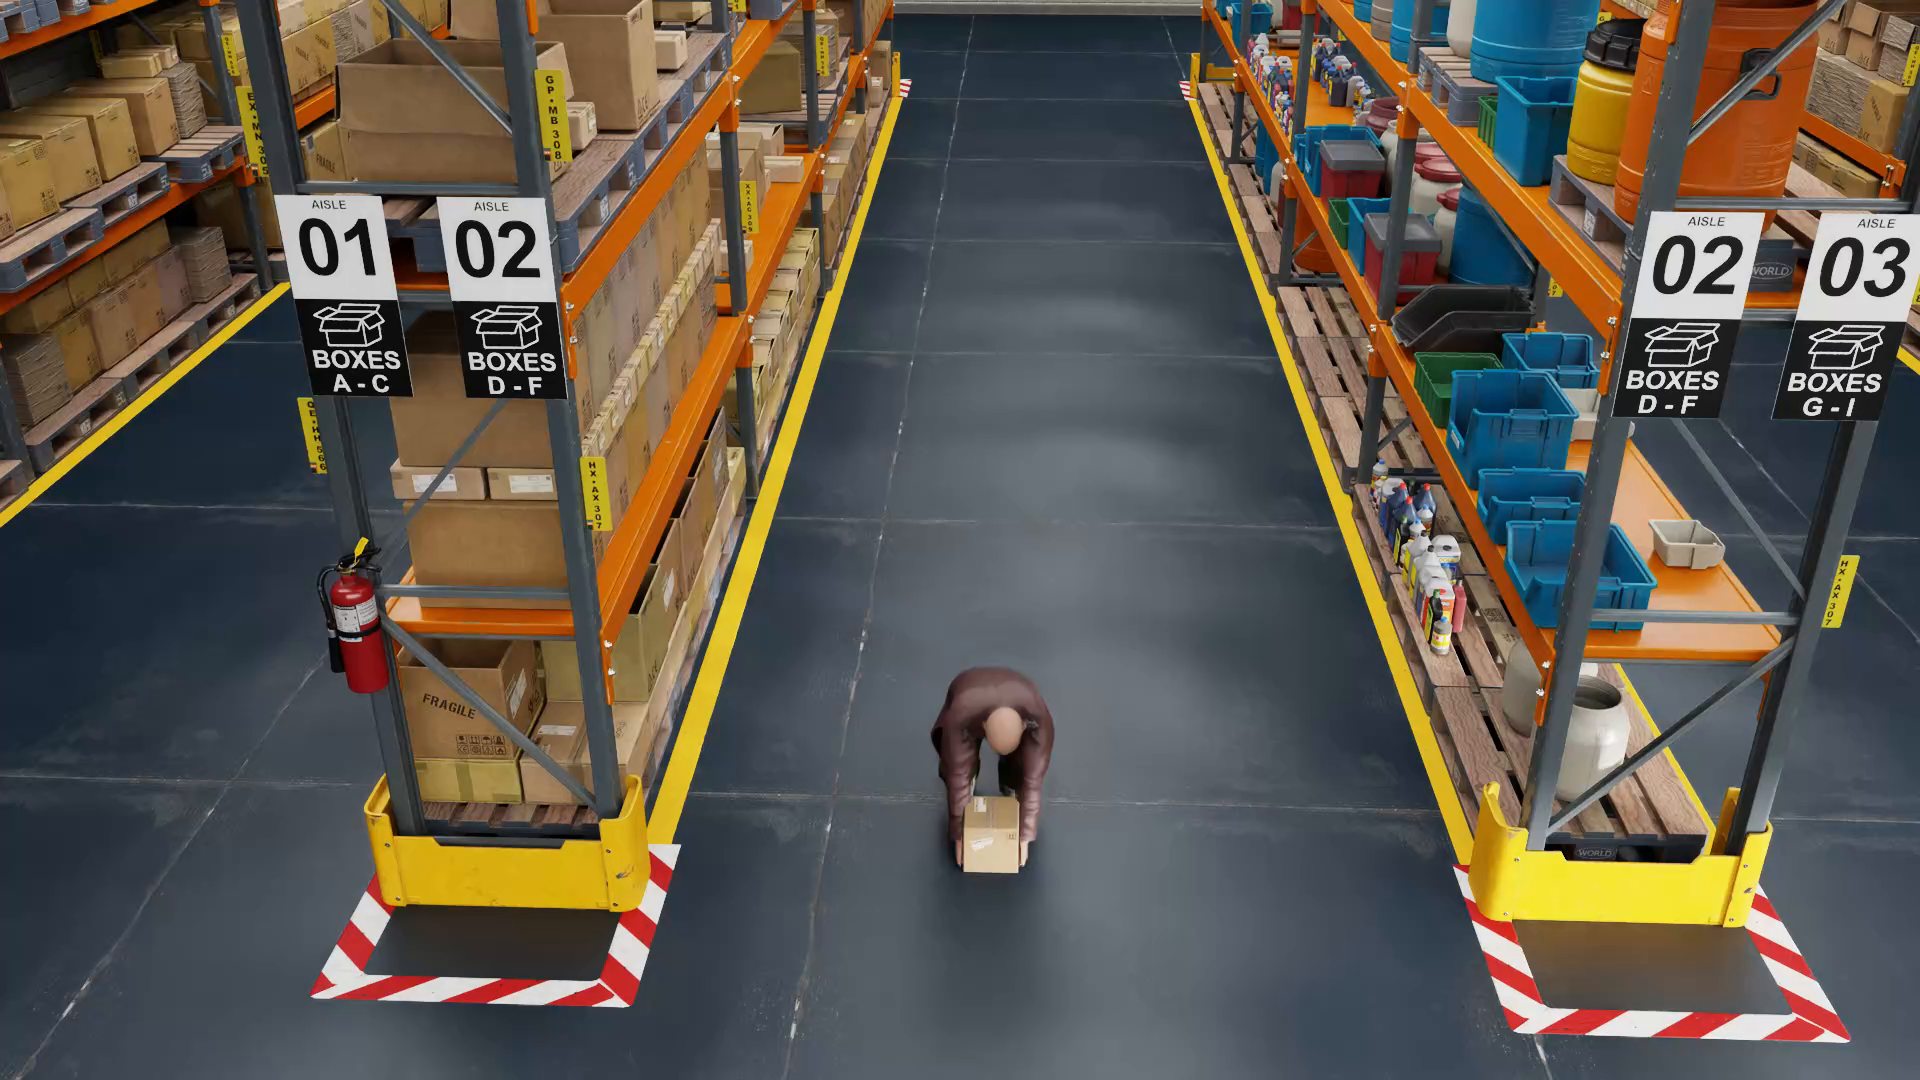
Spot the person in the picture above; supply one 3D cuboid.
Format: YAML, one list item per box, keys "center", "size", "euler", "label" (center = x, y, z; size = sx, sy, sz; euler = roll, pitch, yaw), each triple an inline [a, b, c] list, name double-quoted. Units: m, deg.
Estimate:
- center: [0.148, 1.006, 7.888]
  size: [0.584, 0.847, 0.910]
  euler: [1, 28, 2]
  label: "person"
